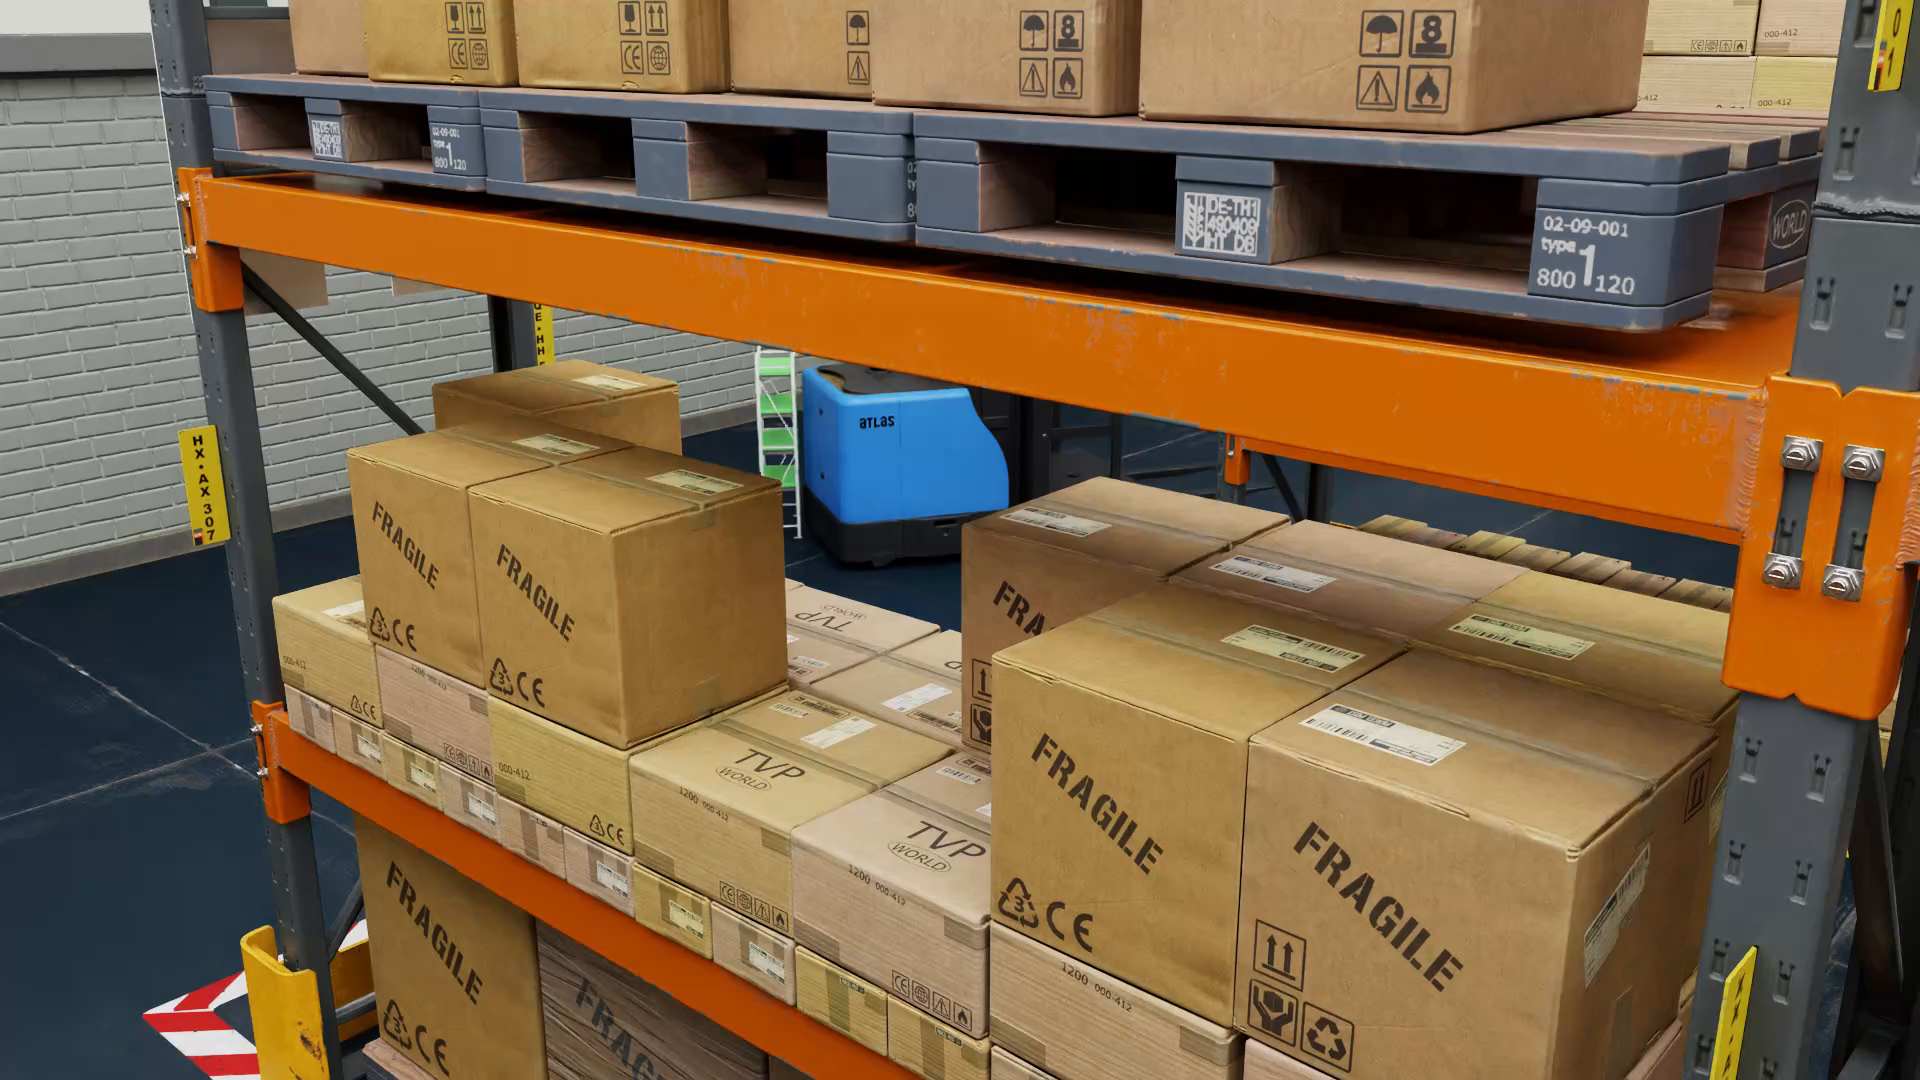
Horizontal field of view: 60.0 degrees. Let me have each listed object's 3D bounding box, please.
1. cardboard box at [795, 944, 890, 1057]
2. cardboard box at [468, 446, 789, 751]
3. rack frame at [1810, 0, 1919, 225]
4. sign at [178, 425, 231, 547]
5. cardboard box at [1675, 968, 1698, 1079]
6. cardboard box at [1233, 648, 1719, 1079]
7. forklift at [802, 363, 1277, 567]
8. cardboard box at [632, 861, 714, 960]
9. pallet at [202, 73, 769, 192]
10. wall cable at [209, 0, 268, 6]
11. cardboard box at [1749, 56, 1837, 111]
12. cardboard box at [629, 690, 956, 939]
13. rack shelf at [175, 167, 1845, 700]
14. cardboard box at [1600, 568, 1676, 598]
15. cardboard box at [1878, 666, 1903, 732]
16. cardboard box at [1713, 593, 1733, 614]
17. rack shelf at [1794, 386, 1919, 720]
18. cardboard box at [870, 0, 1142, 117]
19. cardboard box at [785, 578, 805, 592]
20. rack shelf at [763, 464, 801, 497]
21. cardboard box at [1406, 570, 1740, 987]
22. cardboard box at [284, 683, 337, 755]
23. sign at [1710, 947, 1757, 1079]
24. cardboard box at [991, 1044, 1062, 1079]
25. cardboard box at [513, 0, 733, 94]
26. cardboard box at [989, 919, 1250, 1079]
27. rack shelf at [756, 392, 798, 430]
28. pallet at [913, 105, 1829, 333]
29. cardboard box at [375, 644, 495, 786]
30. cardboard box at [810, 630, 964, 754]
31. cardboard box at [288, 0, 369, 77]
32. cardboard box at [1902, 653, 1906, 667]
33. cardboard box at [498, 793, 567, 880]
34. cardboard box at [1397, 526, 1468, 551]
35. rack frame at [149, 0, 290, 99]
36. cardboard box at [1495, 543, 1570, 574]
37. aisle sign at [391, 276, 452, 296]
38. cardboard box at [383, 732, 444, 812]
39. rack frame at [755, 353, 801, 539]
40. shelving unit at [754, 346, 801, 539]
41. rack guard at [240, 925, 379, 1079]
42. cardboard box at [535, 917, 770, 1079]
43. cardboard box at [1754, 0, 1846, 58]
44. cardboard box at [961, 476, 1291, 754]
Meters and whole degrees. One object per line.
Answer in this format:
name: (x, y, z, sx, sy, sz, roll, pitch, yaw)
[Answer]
cardboard box: (-0.112, 0.856, 3.371, 0.250, 0.149, 0.380, 15, 23, 38)
cardboard box: (-0.752, 0.111, 3.820, 0.500, 0.500, 0.500, 14, 23, 38)
rack frame: (1.295, -1.878, 1.654, 0.127, 3.000, 1.000, 15, 23, 39)
sign: (-2.070, -0.148, 4.557, 0.005, 0.325, 0.100, 15, 23, 39)
cardboard box: (1.117, 0.757, 3.023, 0.500, 0.250, 0.500, 15, 23, 38)
cardboard box: (0.773, 0.522, 2.525, 0.500, 0.500, 0.500, 16, 24, 41)
forklift: (0.560, -1.485, 10.444, 3.031, 2.935, 1.130, -6, 19, -18)
cardboard box: (-0.499, 0.752, 3.698, 0.250, 0.149, 0.380, 14, 23, 38)
pallet: (-1.135, -1.063, 4.189, 1.213, 0.211, 1.003, 15, 23, 39)
wall cable: (-3.639, -6.130, 9.732, 0.120, 5.999, 2.277, 15, 23, 39)
cardboard box: (3.370, -1.721, 6.365, 0.500, 0.250, 0.500, 15, 23, 39)
cardboard box: (-0.357, 0.573, 3.602, 0.500, 0.250, 0.500, 14, 23, 38)
rack shelf: (-0.201, -0.507, 3.481, 4.000, 0.370, 1.077, 15, 23, 39)
cardboard box: (3.176, 0.273, 7.829, 0.250, 0.149, 0.380, 14, 22, 37)
cardboard box: (3.815, 0.651, 6.636, 0.250, 0.149, 0.380, 15, 23, 39)
cardboard box: (3.549, 0.377, 7.499, 0.250, 0.149, 0.380, 14, 22, 37)
rack shelf: (2.791, 0.296, 0.951, 4.000, 0.370, 1.077, 15, 23, 39)
cardboard box: (0.270, -0.996, 2.809, 0.500, 0.500, 0.700, 17, 24, 42)
cardboard box: (-0.780, 0.247, 4.631, 0.500, 0.250, 0.500, 15, 23, 38)
rack shelf: (-1.161, -0.363, 10.773, 0.258, 0.148, 0.480, -2, 18, -5)
cardboard box: (1.106, 0.400, 2.911, 0.500, 0.500, 0.500, 15, 23, 39)
cardboard box: (-1.651, 0.444, 4.670, 0.250, 0.149, 0.380, 15, 23, 40)
sign: (0.927, 0.657, 2.021, 0.005, 0.325, 0.100, 15, 23, 39)
cardboard box: (0.272, 0.959, 3.046, 0.250, 0.149, 0.380, 16, 23, 40)
cardboard box: (-0.513, -1.222, 3.519, 0.500, 0.500, 0.700, 13, 22, 36)
cardboard box: (0.402, 0.778, 2.957, 0.500, 0.250, 0.500, 16, 24, 41)
rack shelf: (-1.166, -0.821, 10.628, 0.258, 0.148, 0.480, -2, 18, -5)
pallet: (0.690, -0.573, 2.646, 1.213, 0.211, 1.003, 15, 23, 39)
cardboard box: (-1.124, 0.368, 4.249, 0.500, 0.250, 0.500, 15, 23, 39)
cardboard box: (-0.006, 0.453, 3.982, 0.500, 0.250, 0.500, 15, 23, 39)
cardboard box: (-1.273, -1.455, 4.253, 0.500, 0.500, 0.700, 13, 22, 36)
cardboard box: (4.154, 0.530, 7.018, 0.250, 0.149, 0.380, 15, 23, 39)
cardboard box: (-0.881, 0.650, 4.021, 0.250, 0.149, 0.380, 14, 23, 38)
cardboard box: (2.385, 0.064, 8.487, 0.250, 0.149, 0.380, 16, 23, 40)
rack frame: (-1.697, -2.681, 4.184, 0.127, 3.000, 1.000, 15, 23, 39)
cardboard box: (2.814, 0.153, 8.205, 0.250, 0.149, 0.380, 14, 22, 37)
aisle sign: (-1.552, -1.143, 4.958, 0.004, 0.787, 0.394, 15, 23, 39)
cardboard box: (-1.266, 0.546, 4.347, 0.250, 0.149, 0.380, 14, 23, 38)
rack frame: (-1.142, -0.580, 10.450, 0.240, 1.200, 0.015, -2, 18, -5)
shelving unit: (-1.164, -0.653, 10.681, 0.258, 1.200, 0.503, -2, 18, -5)
rack guard: (-1.715, 1.365, 5.485, 0.348, 0.500, 1.175, 15, 23, 39)
cardboard box: (-0.485, 1.284, 4.426, 0.875, 0.875, 0.875, 15, 23, 39)
cardboard box: (3.374, -1.963, 6.301, 0.500, 0.250, 0.500, 16, 24, 41)
cardboard box: (0.351, 0.195, 3.553, 0.500, 0.500, 0.500, 14, 22, 38)
